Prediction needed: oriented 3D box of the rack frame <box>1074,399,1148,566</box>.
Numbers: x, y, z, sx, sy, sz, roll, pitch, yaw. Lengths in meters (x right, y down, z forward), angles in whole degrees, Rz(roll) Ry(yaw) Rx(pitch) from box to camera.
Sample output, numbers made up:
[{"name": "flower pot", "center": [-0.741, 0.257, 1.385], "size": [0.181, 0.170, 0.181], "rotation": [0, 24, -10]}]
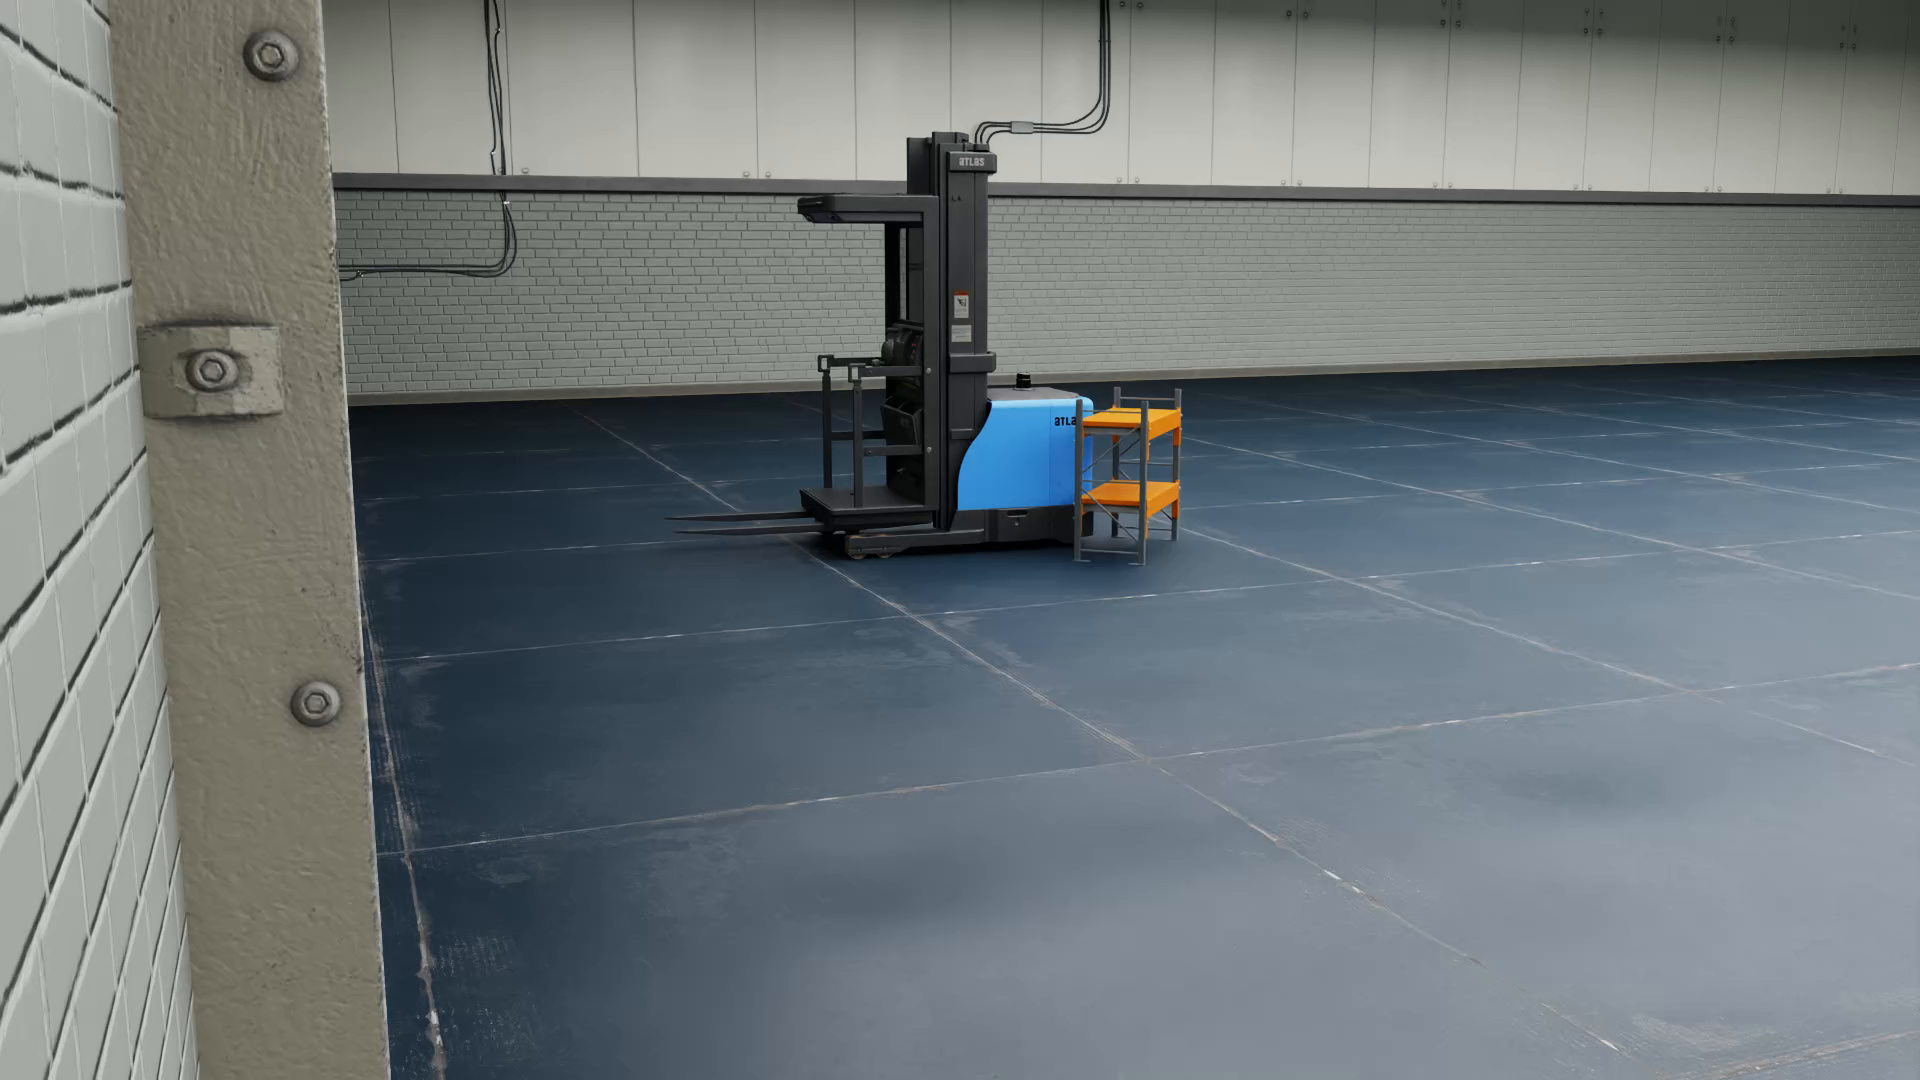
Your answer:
[{"name": "rack frame", "center": [1.031, -0.395, 11.389], "size": [0.500, 1.125, 0.032], "rotation": [4, 11, 20]}]

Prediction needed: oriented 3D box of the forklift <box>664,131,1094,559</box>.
[{"name": "forklift", "center": [-0.598, -1.411, 11.943], "size": [3.031, 2.935, 1.130], "rotation": [-3, 11, -17]}]

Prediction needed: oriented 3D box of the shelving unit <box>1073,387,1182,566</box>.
[{"name": "shelving unit", "center": [1.205, -0.479, 11.859], "size": [0.538, 1.125, 1.048], "rotation": [4, 11, 20]}]

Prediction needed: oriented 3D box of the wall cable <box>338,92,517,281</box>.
[{"name": "wall cable", "center": [-7.569, -4.765, 22.339], "size": [3.097, 2.526, 0.112], "rotation": [-4, 11, -21]}]

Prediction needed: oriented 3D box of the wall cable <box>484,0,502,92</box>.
[{"name": "wall cable", "center": [-5.048, -7.424, 22.862], "size": [3.097, 2.526, 0.112], "rotation": [-4, 11, -21]}]

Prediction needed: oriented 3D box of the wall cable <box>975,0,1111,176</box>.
[{"name": "wall cable", "center": [1.285, -8.568, 25.142], "size": [2.305, 6.003, 0.169], "rotation": [-4, 11, -21]}]

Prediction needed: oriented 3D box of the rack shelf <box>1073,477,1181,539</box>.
[{"name": "rack shelf", "center": [1.205, -0.238, 11.902], "size": [0.538, 0.278, 1.000], "rotation": [4, 11, 20]}]

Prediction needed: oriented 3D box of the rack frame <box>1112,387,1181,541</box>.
[{"name": "rack frame", "center": [1.379, -0.563, 12.330], "size": [0.500, 1.125, 0.032], "rotation": [4, 11, 20]}]

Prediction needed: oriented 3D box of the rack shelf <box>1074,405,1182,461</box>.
[{"name": "rack shelf", "center": [1.205, -0.767, 11.808], "size": [0.538, 0.278, 1.000], "rotation": [4, 11, 20]}]
